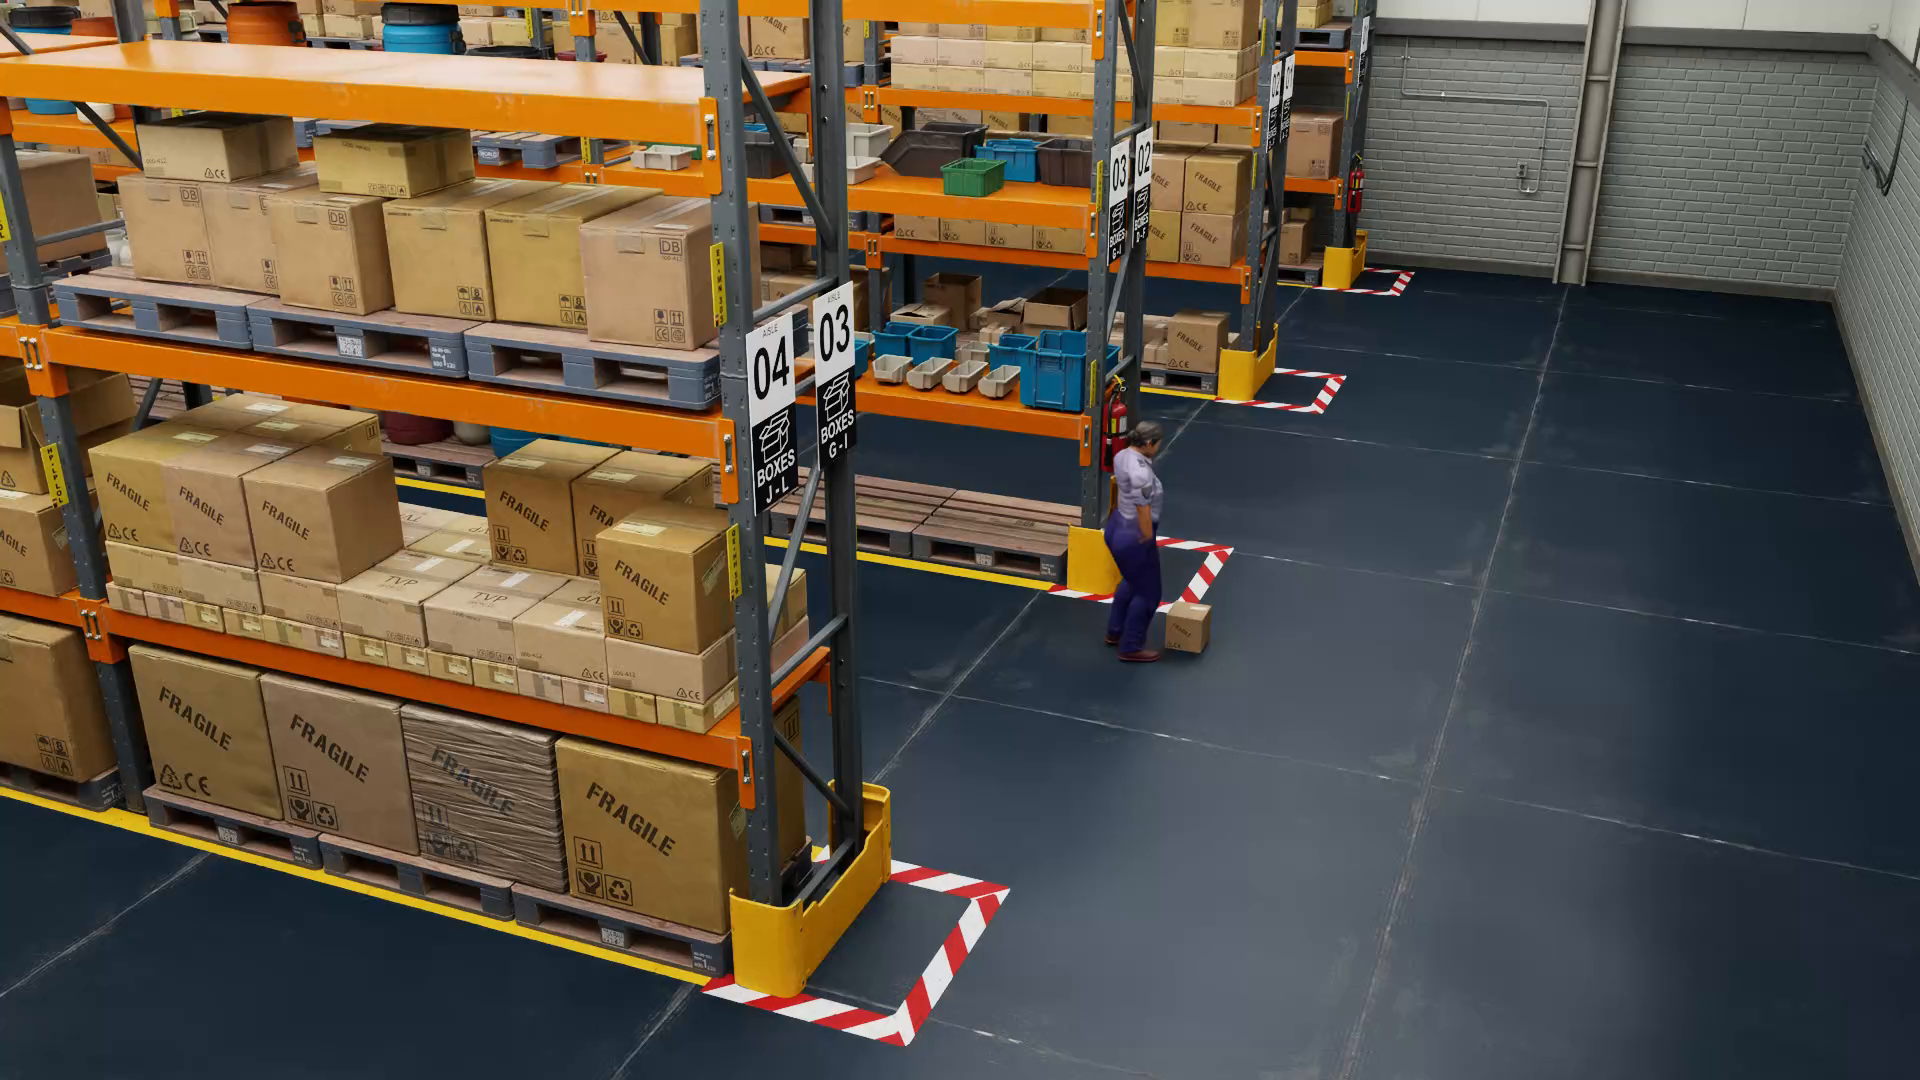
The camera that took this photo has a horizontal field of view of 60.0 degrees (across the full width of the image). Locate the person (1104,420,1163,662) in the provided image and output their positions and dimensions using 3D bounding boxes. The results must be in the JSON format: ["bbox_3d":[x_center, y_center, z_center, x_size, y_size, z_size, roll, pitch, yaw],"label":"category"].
[{"bbox_3d":[1.143,-0.002,10.993,0.355,1.612,0.486,-4,23,-10],"label":"person"}]
